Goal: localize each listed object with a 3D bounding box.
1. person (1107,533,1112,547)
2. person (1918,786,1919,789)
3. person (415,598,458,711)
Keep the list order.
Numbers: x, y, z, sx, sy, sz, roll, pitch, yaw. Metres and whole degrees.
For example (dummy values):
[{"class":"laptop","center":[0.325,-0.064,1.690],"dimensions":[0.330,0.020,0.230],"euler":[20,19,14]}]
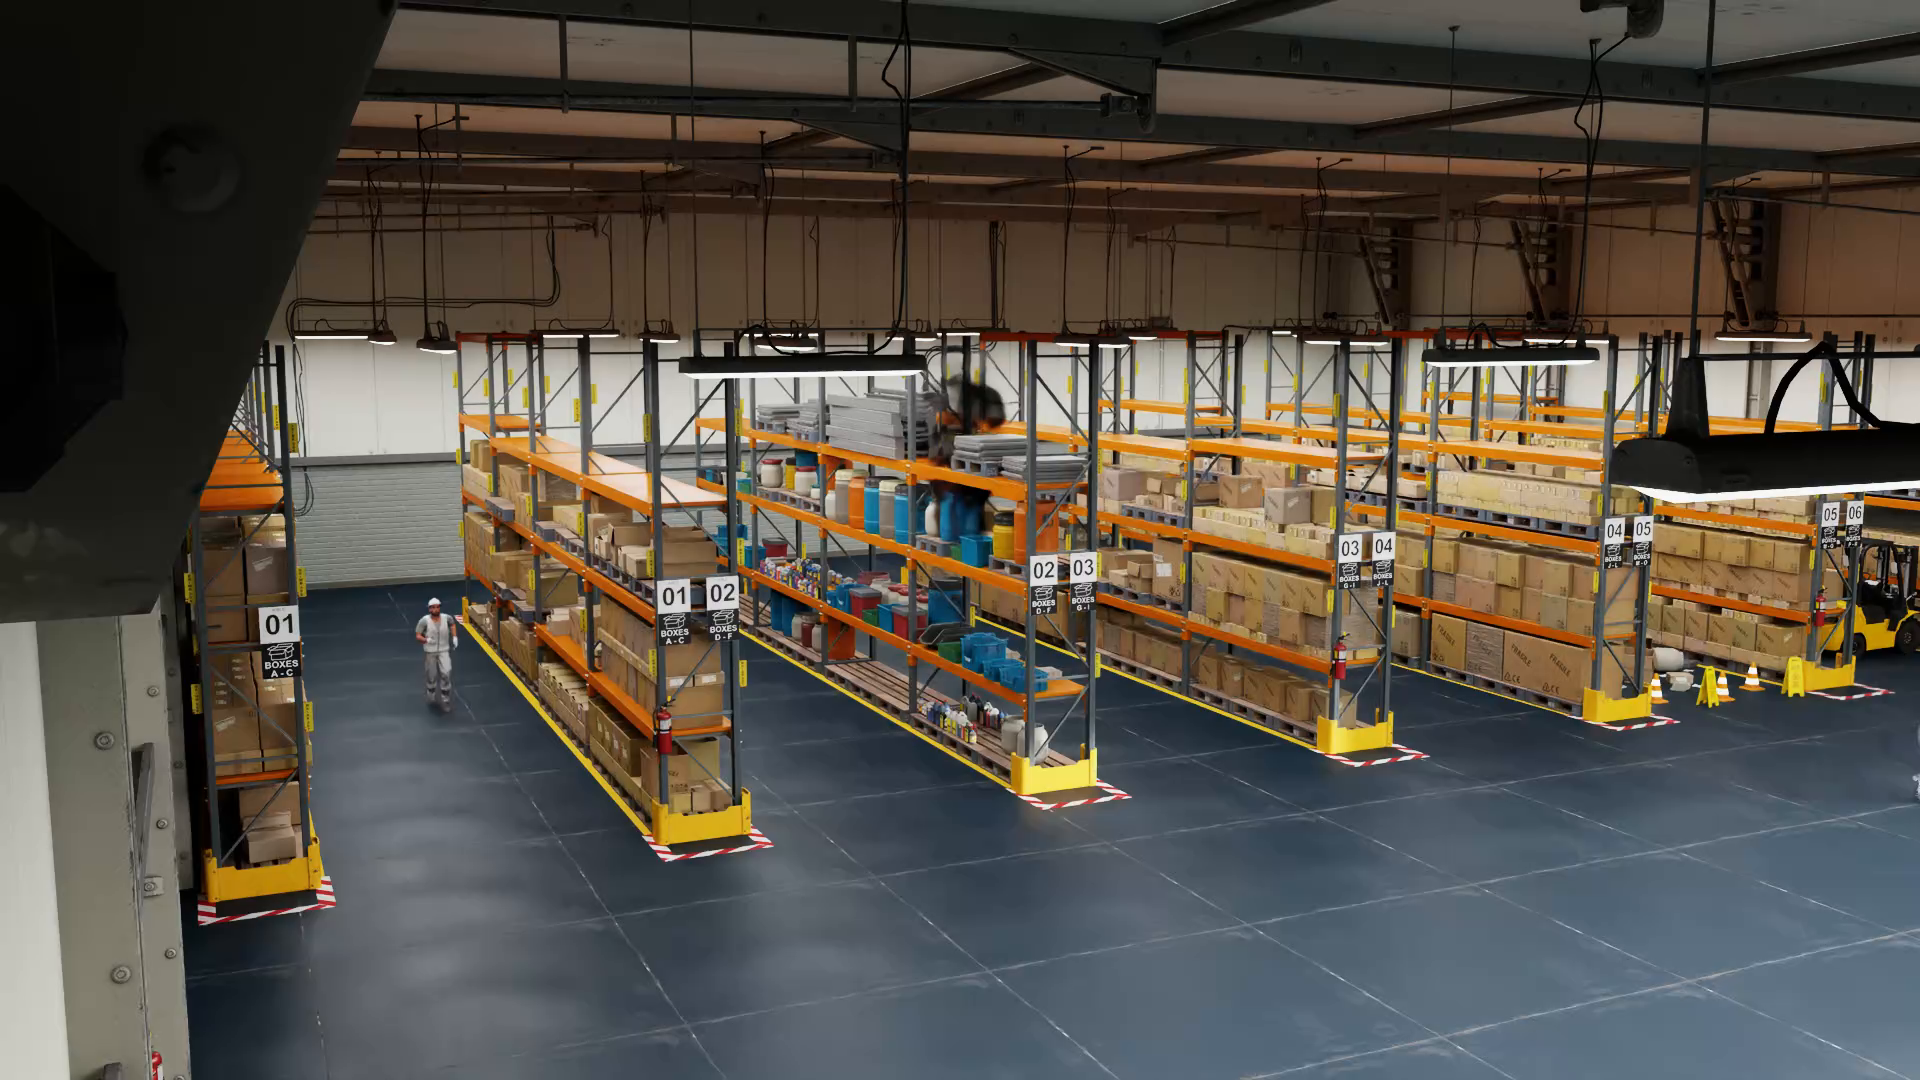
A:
[{"class":"person","center":[3.928,-0.227,42.579],"dimensions":[0.655,1.653,0.540],"euler":[-6,10,-38]},{"class":"person","center":[12.980,2.568,21.604],"dimensions":[0.864,1.839,0.668],"euler":[2,8,17]},{"class":"person","center":[-8.432,1.851,26.840],"dimensions":[0.680,1.864,0.770],"euler":[-4,9,-26]}]
